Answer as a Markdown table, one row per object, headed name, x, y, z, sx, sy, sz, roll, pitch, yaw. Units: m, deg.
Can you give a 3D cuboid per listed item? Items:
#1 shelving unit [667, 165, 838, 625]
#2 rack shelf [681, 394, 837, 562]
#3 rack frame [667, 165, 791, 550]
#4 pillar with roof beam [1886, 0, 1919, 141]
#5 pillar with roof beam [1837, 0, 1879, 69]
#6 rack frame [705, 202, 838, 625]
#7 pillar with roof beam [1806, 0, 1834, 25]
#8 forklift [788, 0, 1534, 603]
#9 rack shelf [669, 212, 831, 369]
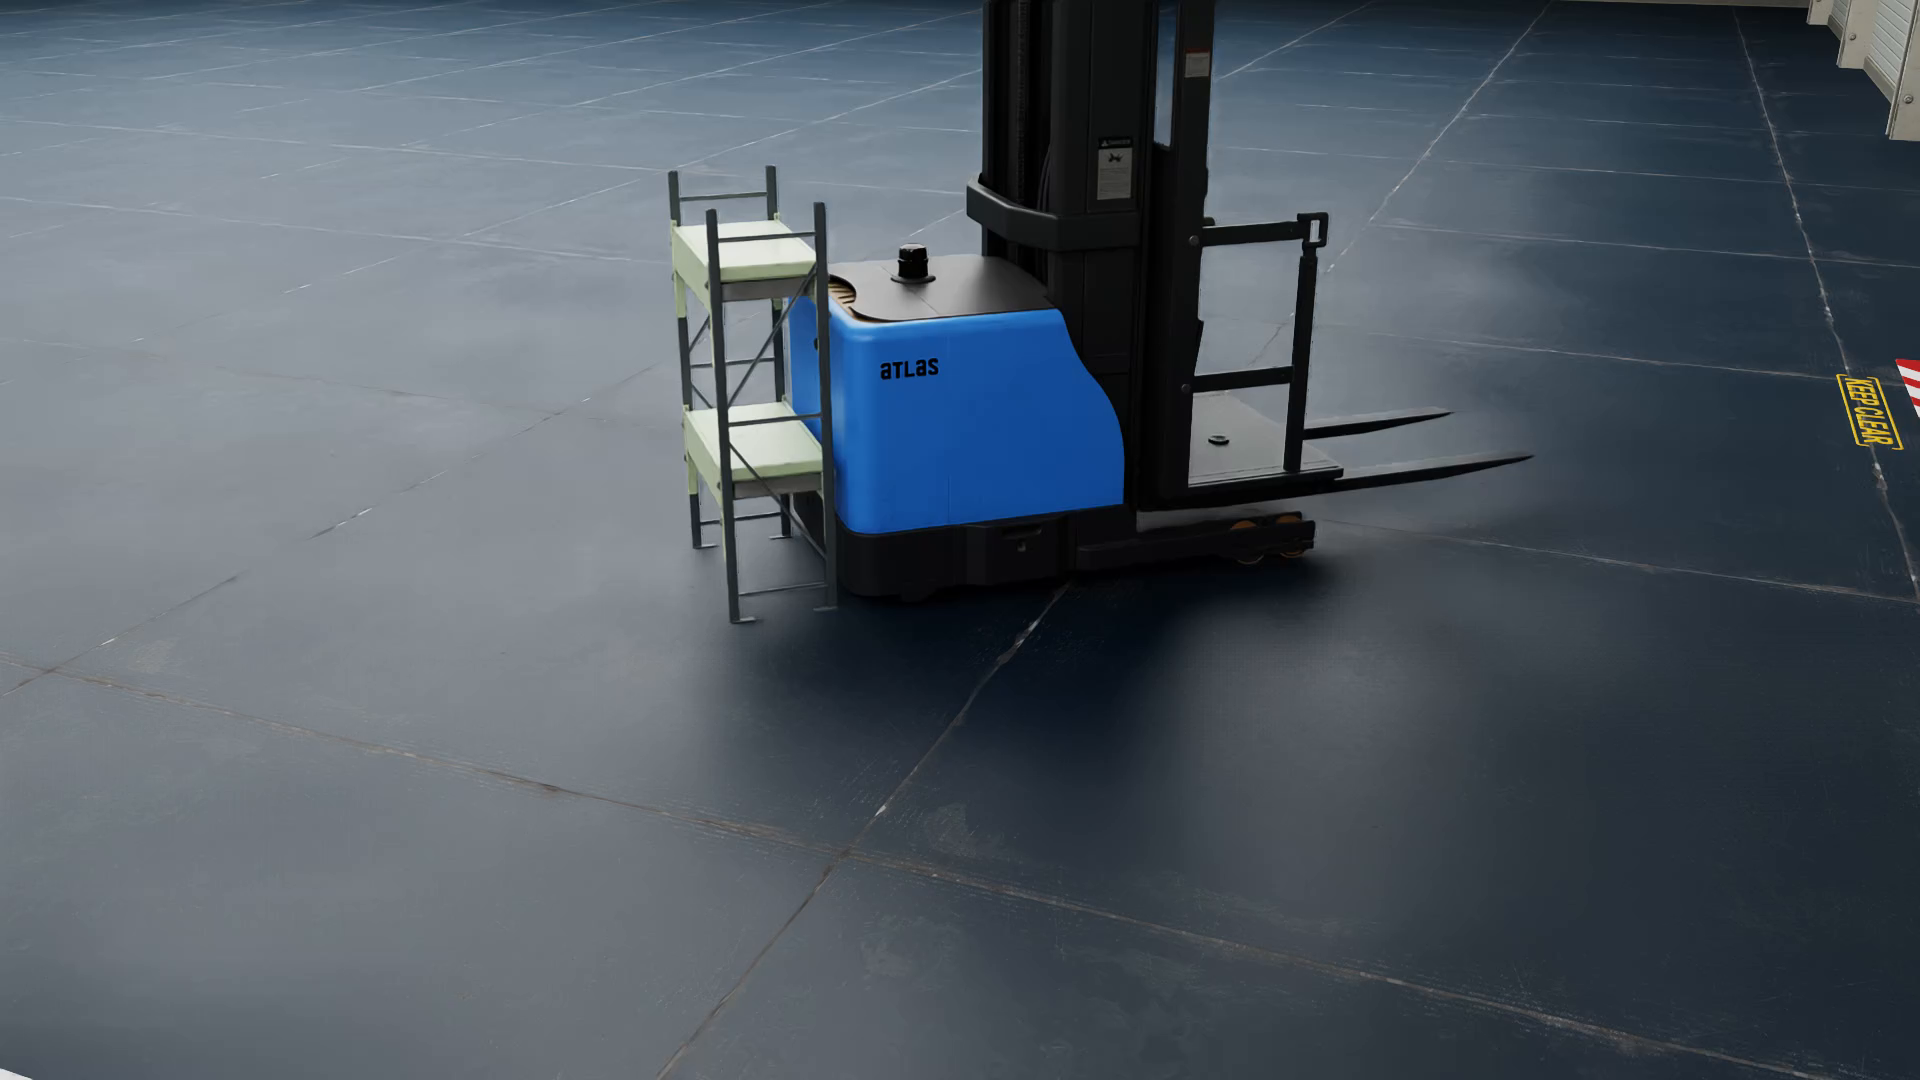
| name | x | y | z | sx | sy | sz | roll | pitch | yaw |
| --- | --- | --- | --- | --- | --- | --- | --- | --- | --- |
| shelving unit | -0.762 | -0.548 | 6.115 | 0.431 | 1.500 | 0.755 | -8 | 24 | -17 |
| rack shelf | -0.762 | -0.247 | 6.241 | 0.431 | 0.370 | 0.720 | -8 | 24 | -17 |
| rack frame | -0.880 | -0.681 | 6.435 | 0.400 | 1.500 | 0.023 | -8 | 24 | -17 |
| pillar with roof beam | 5.137 | -8.658 | 15.802 | 9.100 | 9.000 | 0.400 | 9 | 24 | 20 |
| pillar with roof beam | 7.366 | -10.805 | 20.943 | 9.100 | 9.000 | 0.400 | 9 | 24 | 20 |
| rack frame | -0.644 | -0.414 | 5.796 | 0.400 | 1.500 | 0.023 | -8 | 24 | -17 |
| pillar with roof beam | 9.594 | -12.952 | 26.083 | 9.100 | 9.000 | 0.400 | 9 | 24 | 20 |
| forklift | 0.885 | -1.443 | 6.401 | 3.031 | 2.935 | 1.130 | -7 | 24 | -17 |
| rack shelf | -0.762 | -0.908 | 5.965 | 0.431 | 0.370 | 0.720 | -8 | 24 | -17 |
